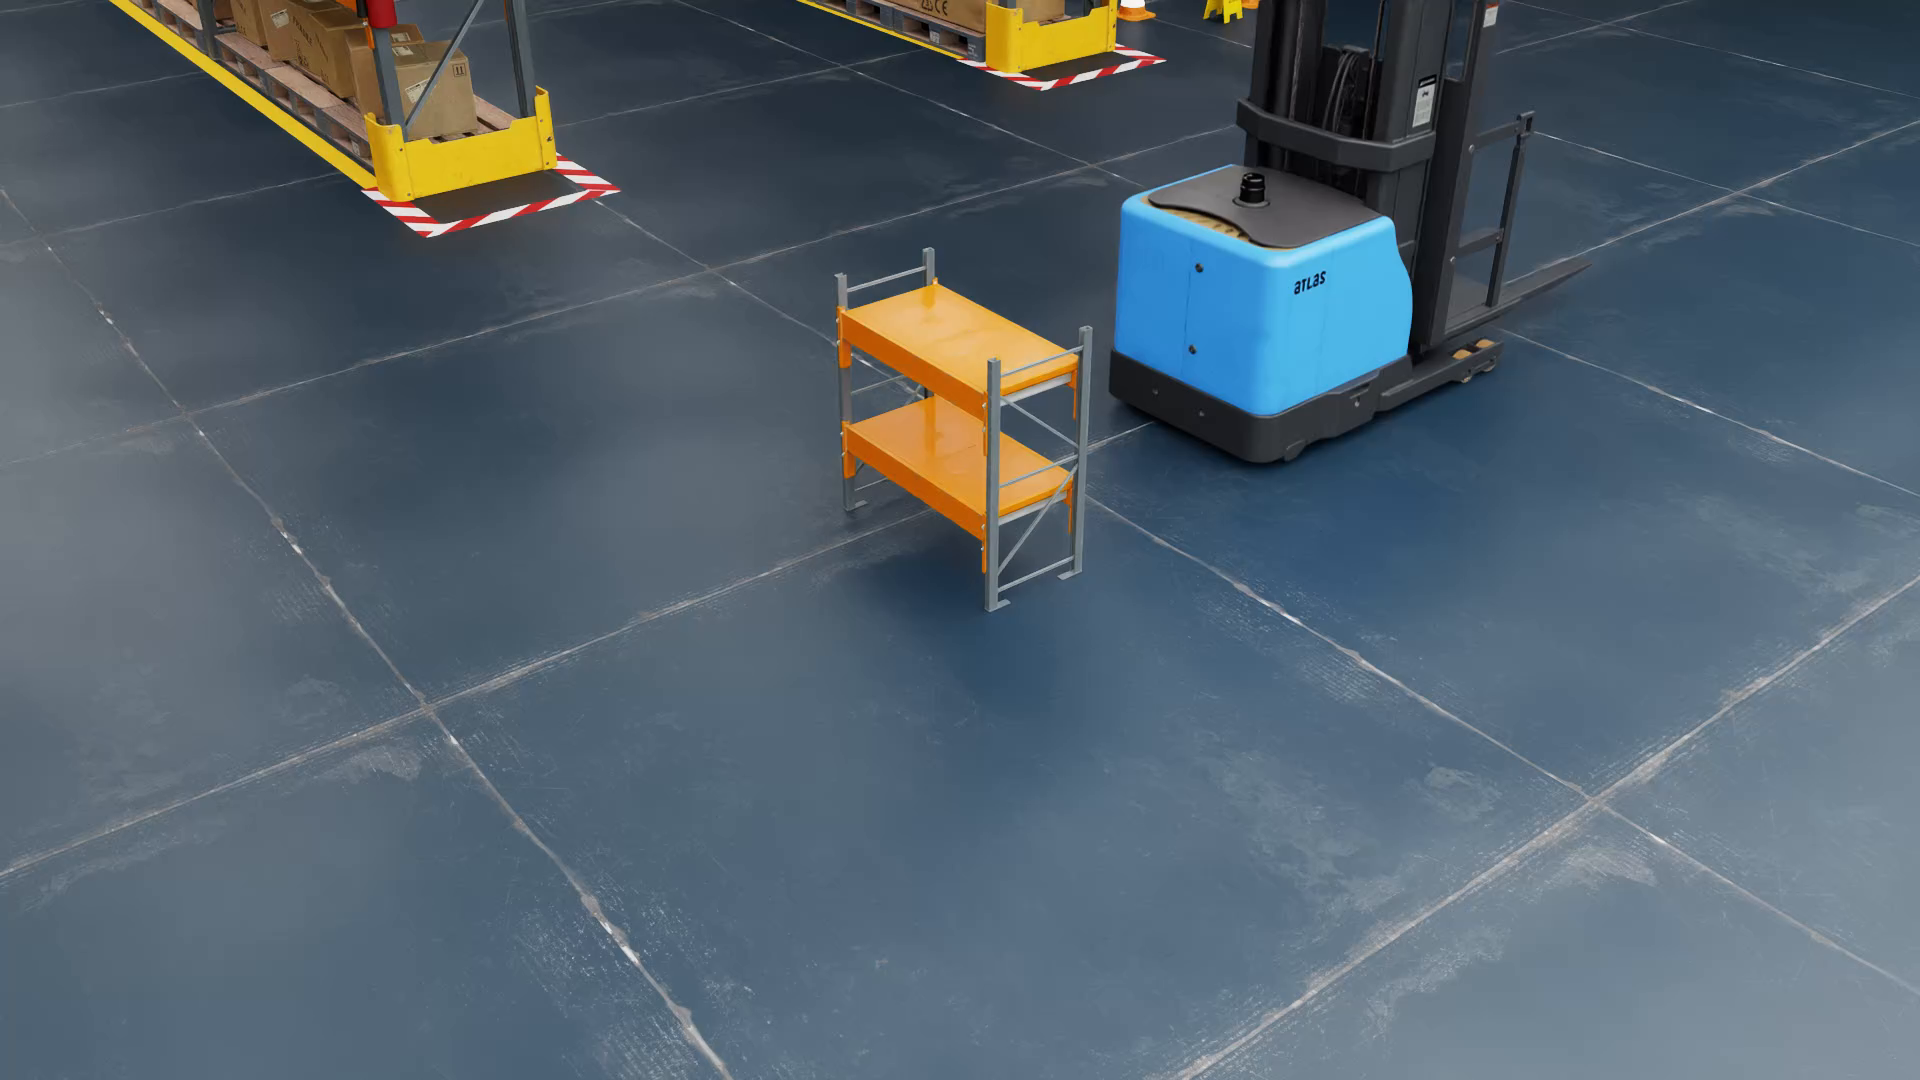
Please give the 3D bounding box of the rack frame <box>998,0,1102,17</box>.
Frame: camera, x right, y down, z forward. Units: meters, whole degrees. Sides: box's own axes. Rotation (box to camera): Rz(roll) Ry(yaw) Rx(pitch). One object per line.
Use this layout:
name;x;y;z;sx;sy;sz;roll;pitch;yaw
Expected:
rack frame;0.733;-5.240;12.844;1.000;3.000;0.127;-22;38;-31

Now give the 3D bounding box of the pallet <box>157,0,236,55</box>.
pallet;-6.178;-4.484;14.270;1.003;0.211;1.213;-22;38;-31

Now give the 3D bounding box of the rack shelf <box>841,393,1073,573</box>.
rack shelf;-0.004;-0.273;7.087;0.538;0.278;1.000;-22;38;-31

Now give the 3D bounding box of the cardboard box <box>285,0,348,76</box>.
cardboard box;-4.686;-3.812;12.516;0.500;0.500;0.500;-26;40;-35

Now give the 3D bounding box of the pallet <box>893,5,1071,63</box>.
pallet;0.181;-4.364;14.076;1.003;0.211;1.213;-22;38;-31

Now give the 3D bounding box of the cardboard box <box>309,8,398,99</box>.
cardboard box;-4.379;-3.565;12.118;0.500;0.500;0.500;-19;36;-27

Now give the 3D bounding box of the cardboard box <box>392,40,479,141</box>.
cardboard box;-3.617;-3.060;11.305;0.500;0.500;0.500;-15;35;-23

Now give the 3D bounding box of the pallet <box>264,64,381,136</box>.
pallet;-4.508;-3.383;12.497;1.003;0.211;1.213;-22;38;-31

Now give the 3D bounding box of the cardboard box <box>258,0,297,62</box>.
cardboard box;-5.129;-4.045;12.892;0.500;0.500;0.500;-11;33;-16

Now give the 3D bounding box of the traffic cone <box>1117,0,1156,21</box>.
traffic cone;1.529;-4.843;14.610;0.336;0.463;0.334;-22;38;-31

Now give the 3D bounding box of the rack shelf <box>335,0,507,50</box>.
rack shelf;-4.473;-4.206;11.860;1.077;0.370;4.000;-22;38;-31

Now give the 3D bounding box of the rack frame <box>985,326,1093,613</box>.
rack frame;0.308;-0.269;6.617;0.500;1.125;0.032;-22;38;-31

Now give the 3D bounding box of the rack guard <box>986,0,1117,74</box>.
rack guard;0.748;-4.168;13.488;1.175;0.500;0.348;-22;38;-31

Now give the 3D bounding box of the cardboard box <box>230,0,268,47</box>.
cardboard box;-5.486;-4.282;13.272;0.500;0.500;0.500;-24;39;-33

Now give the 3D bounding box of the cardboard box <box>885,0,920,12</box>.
cardboard box;-0.276;-5.143;14.304;0.875;0.875;0.875;-23;39;-32

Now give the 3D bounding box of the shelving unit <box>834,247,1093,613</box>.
shelving unit;-0.004;-0.481;6.958;0.538;1.125;1.048;-22;38;-31

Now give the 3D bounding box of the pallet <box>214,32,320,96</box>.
pallet;-5.260;-3.892;13.316;1.003;0.211;1.213;-22;38;-31

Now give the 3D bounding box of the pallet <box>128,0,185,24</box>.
pallet;-6.931;-4.993;15.089;1.003;0.211;1.213;-22;38;-31

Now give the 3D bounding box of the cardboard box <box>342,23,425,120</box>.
cardboard box;-4.010;-3.298;11.688;0.500;0.500;0.500;-12;34;-19

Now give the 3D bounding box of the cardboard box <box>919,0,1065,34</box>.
cardboard box;0.265;-4.777;13.715;0.875;0.875;0.875;-22;38;-31

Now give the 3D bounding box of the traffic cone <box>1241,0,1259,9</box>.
traffic cone;2.630;-5.067;14.970;0.336;0.463;0.334;-22;38;-31

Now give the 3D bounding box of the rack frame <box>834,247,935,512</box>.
rack frame;-0.316;-0.693;7.299;0.500;1.125;0.032;-22;38;-31

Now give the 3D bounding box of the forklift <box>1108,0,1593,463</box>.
forklift;2.193;-2.244;8.085;3.031;2.935;1.130;-24;39;-33

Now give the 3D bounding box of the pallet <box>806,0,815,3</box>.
pallet;-1.315;-5.381;15.713;1.003;0.211;1.213;-22;38;-31

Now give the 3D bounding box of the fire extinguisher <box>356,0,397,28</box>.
fire extinguisher;-3.541;-3.448;10.032;0.296;0.674;0.183;-22;38;-31

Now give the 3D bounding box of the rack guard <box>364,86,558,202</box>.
rack guard;-3.294;-2.648;11.039;1.175;0.500;0.348;-22;38;-31

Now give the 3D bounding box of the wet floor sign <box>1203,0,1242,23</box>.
wet floor sign;2.315;-4.869;14.477;0.232;0.644;0.267;26;40;35

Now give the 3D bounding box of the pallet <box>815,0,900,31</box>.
pallet;-0.563;-4.872;14.894;1.003;0.211;1.213;-22;38;-31

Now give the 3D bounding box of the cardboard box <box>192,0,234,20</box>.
cardboard box;-6.059;-4.733;13.979;0.700;0.500;0.500;-26;40;-35

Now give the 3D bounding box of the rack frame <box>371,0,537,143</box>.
rack frame;-3.247;-3.678;10.328;1.000;3.000;0.127;-22;38;-31

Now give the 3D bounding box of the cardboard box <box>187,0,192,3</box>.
cardboard box;-6.337;-4.938;14.309;0.700;0.500;0.500;-23;38;-32

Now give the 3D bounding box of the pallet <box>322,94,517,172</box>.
pallet;-3.764;-2.875;11.679;1.003;0.211;1.213;-22;38;-31

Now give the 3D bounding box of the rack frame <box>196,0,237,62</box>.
rack frame;-5.700;-5.345;13.012;1.000;3.000;0.127;-22;38;-31

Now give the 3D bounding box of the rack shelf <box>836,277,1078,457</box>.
rack shelf;-0.004;-0.729;6.803;0.538;0.278;1.000;-22;38;-31
